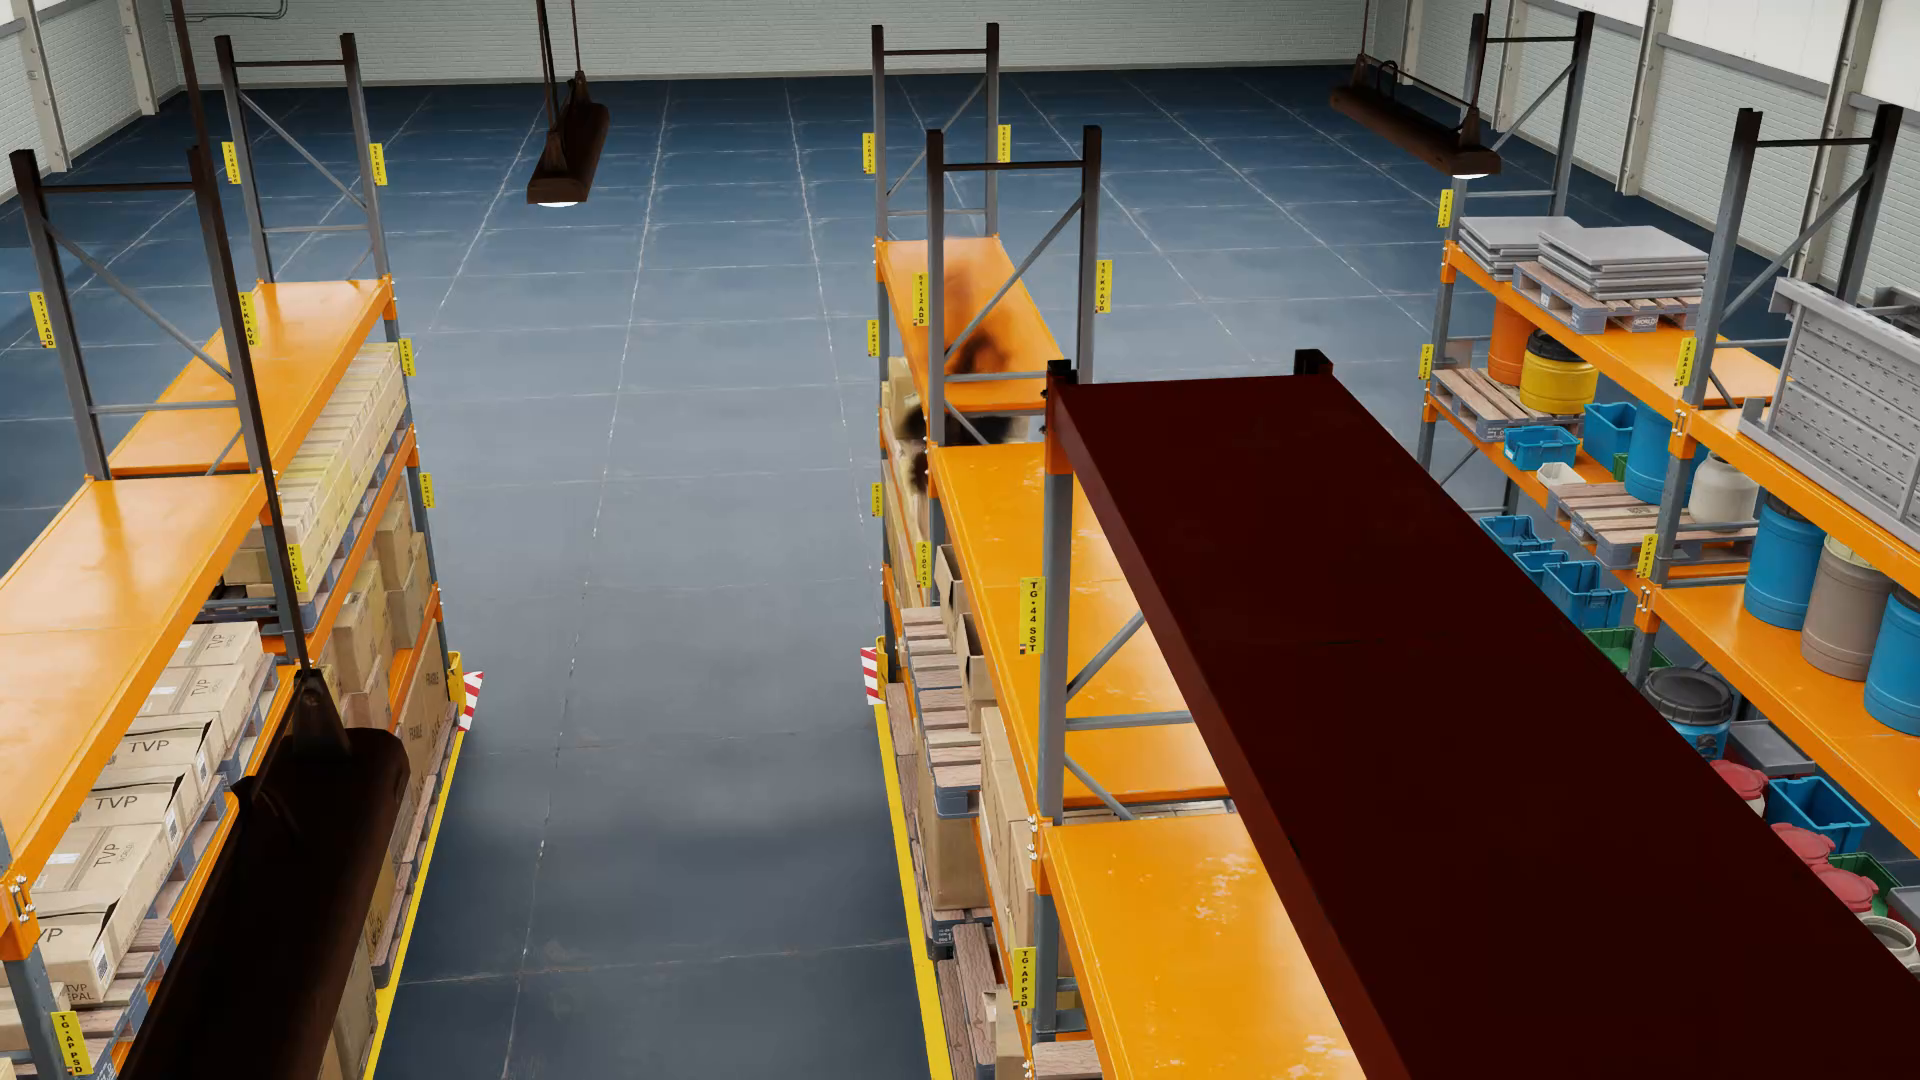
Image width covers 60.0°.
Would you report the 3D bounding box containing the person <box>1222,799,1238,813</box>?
[{"bbox_3d":[1.728,2.127,12.139,0.605,1.665,0.569,-3,26,-5],"label":"person"}]
